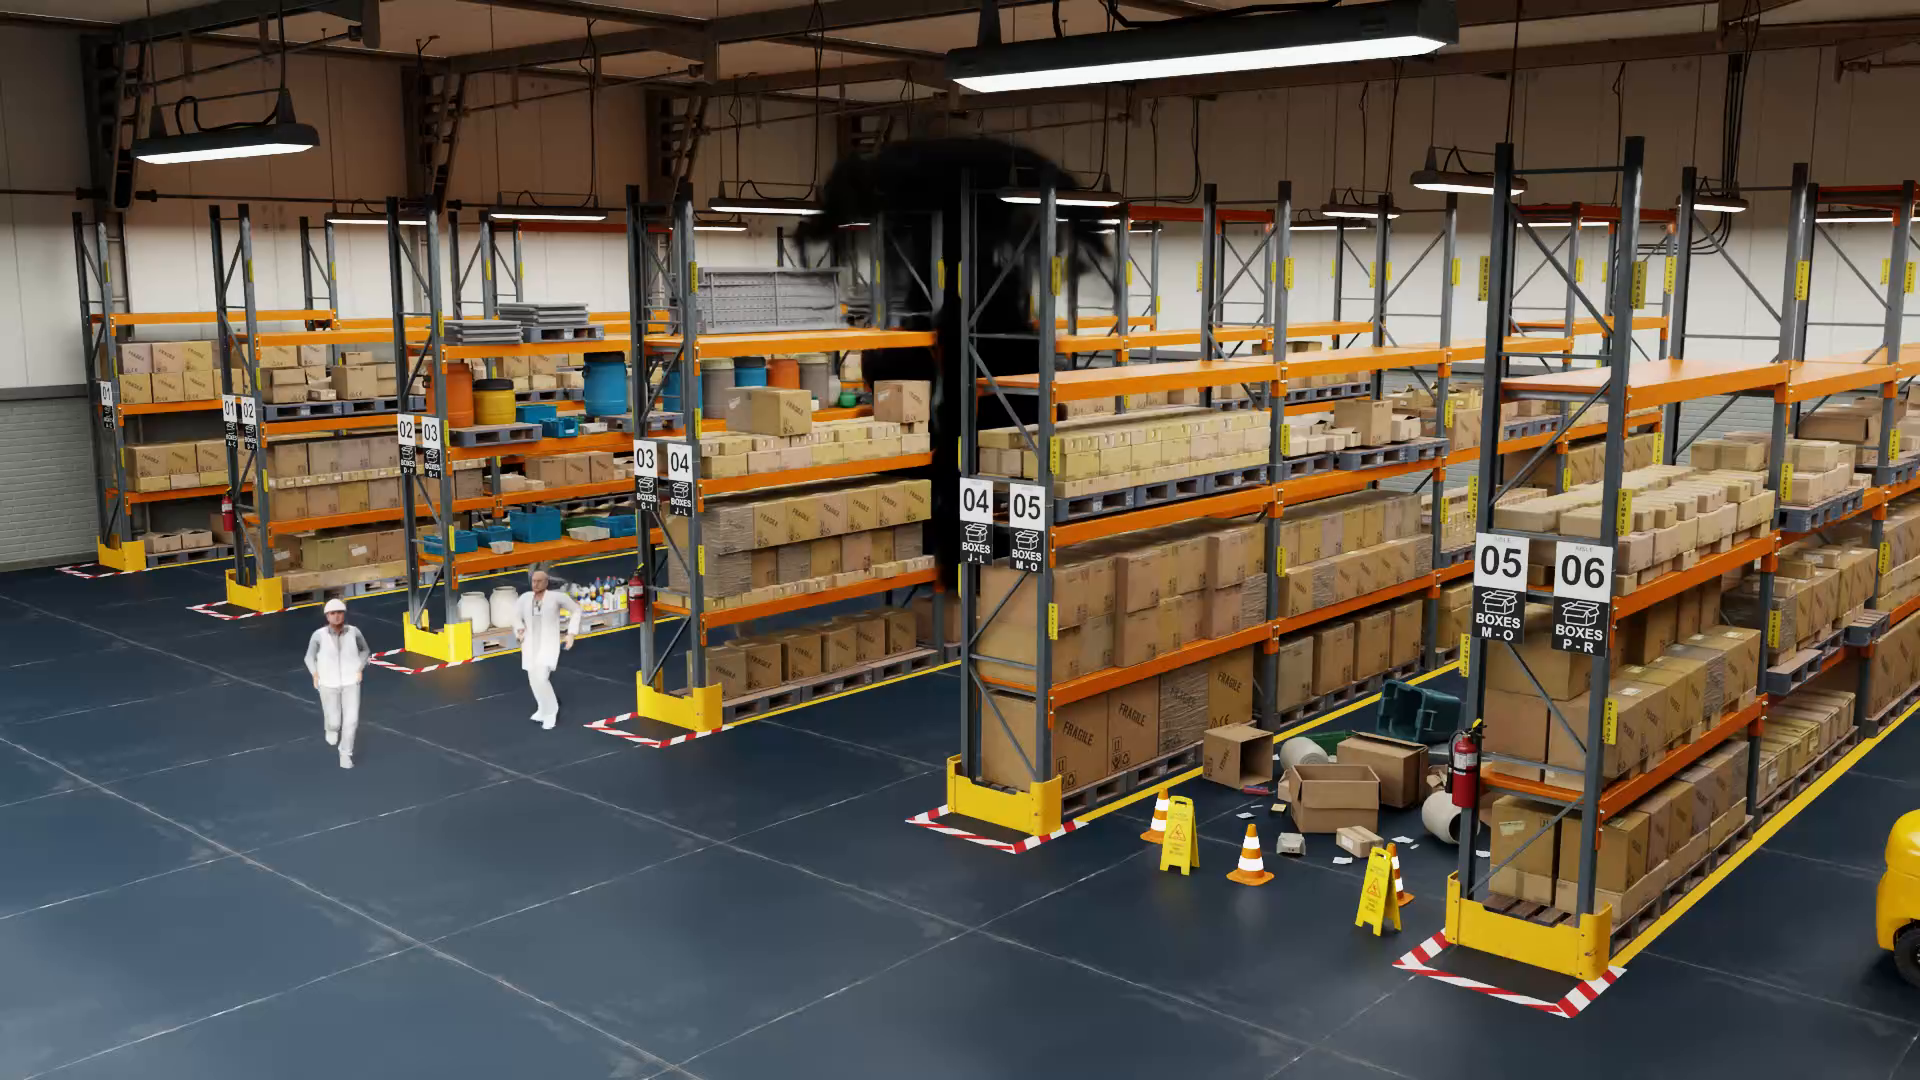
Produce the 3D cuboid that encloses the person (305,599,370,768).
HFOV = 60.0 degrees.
[{"bbox_3d":[-6.467,1.466,17.334,0.646,1.741,0.674,-5,11,-26],"label":"person"}]

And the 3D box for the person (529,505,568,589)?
[{"bbox_3d":[-6.284,0.237,25.151,0.541,1.552,0.666,7,12,37],"label":"person"}]

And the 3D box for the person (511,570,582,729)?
[{"bbox_3d":[-4.666,1.239,18.636,0.739,1.820,0.746,2,10,11],"label":"person"}]

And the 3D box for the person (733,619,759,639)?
[{"bbox_3d":[-2.875,0.704,22.002,0.650,1.766,0.723,7,12,36],"label":"person"}]
